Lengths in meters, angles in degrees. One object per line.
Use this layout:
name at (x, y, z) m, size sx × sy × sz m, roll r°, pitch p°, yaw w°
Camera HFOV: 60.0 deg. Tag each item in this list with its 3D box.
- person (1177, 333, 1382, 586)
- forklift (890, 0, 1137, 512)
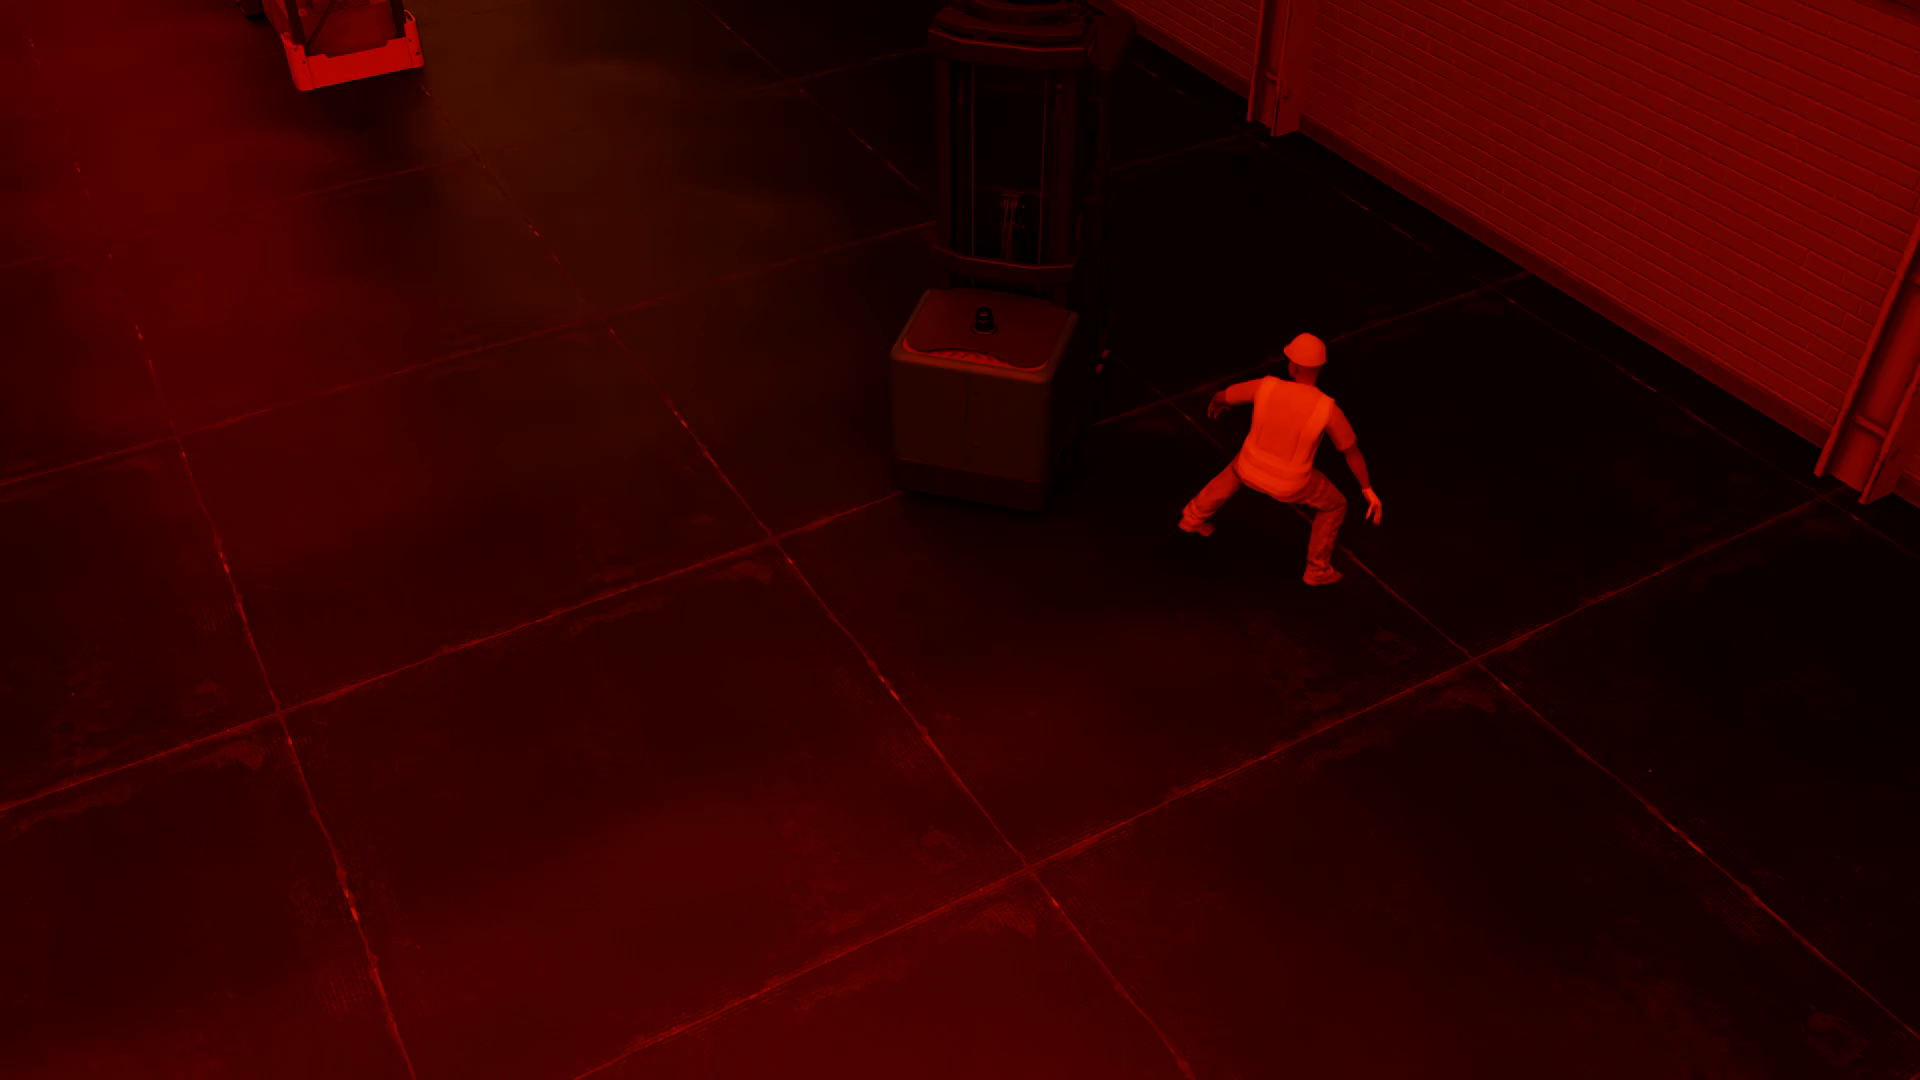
person at (1.920, -0.425, 9.621) m, size 1.209 × 1.665 × 0.505 m, roll 25°, pitch 46°, yaw 27°
forklift at (0.456, -2.255, 10.754) m, size 1.130 × 2.935 × 3.031 m, roll 10°, pitch 41°, yaw 12°
